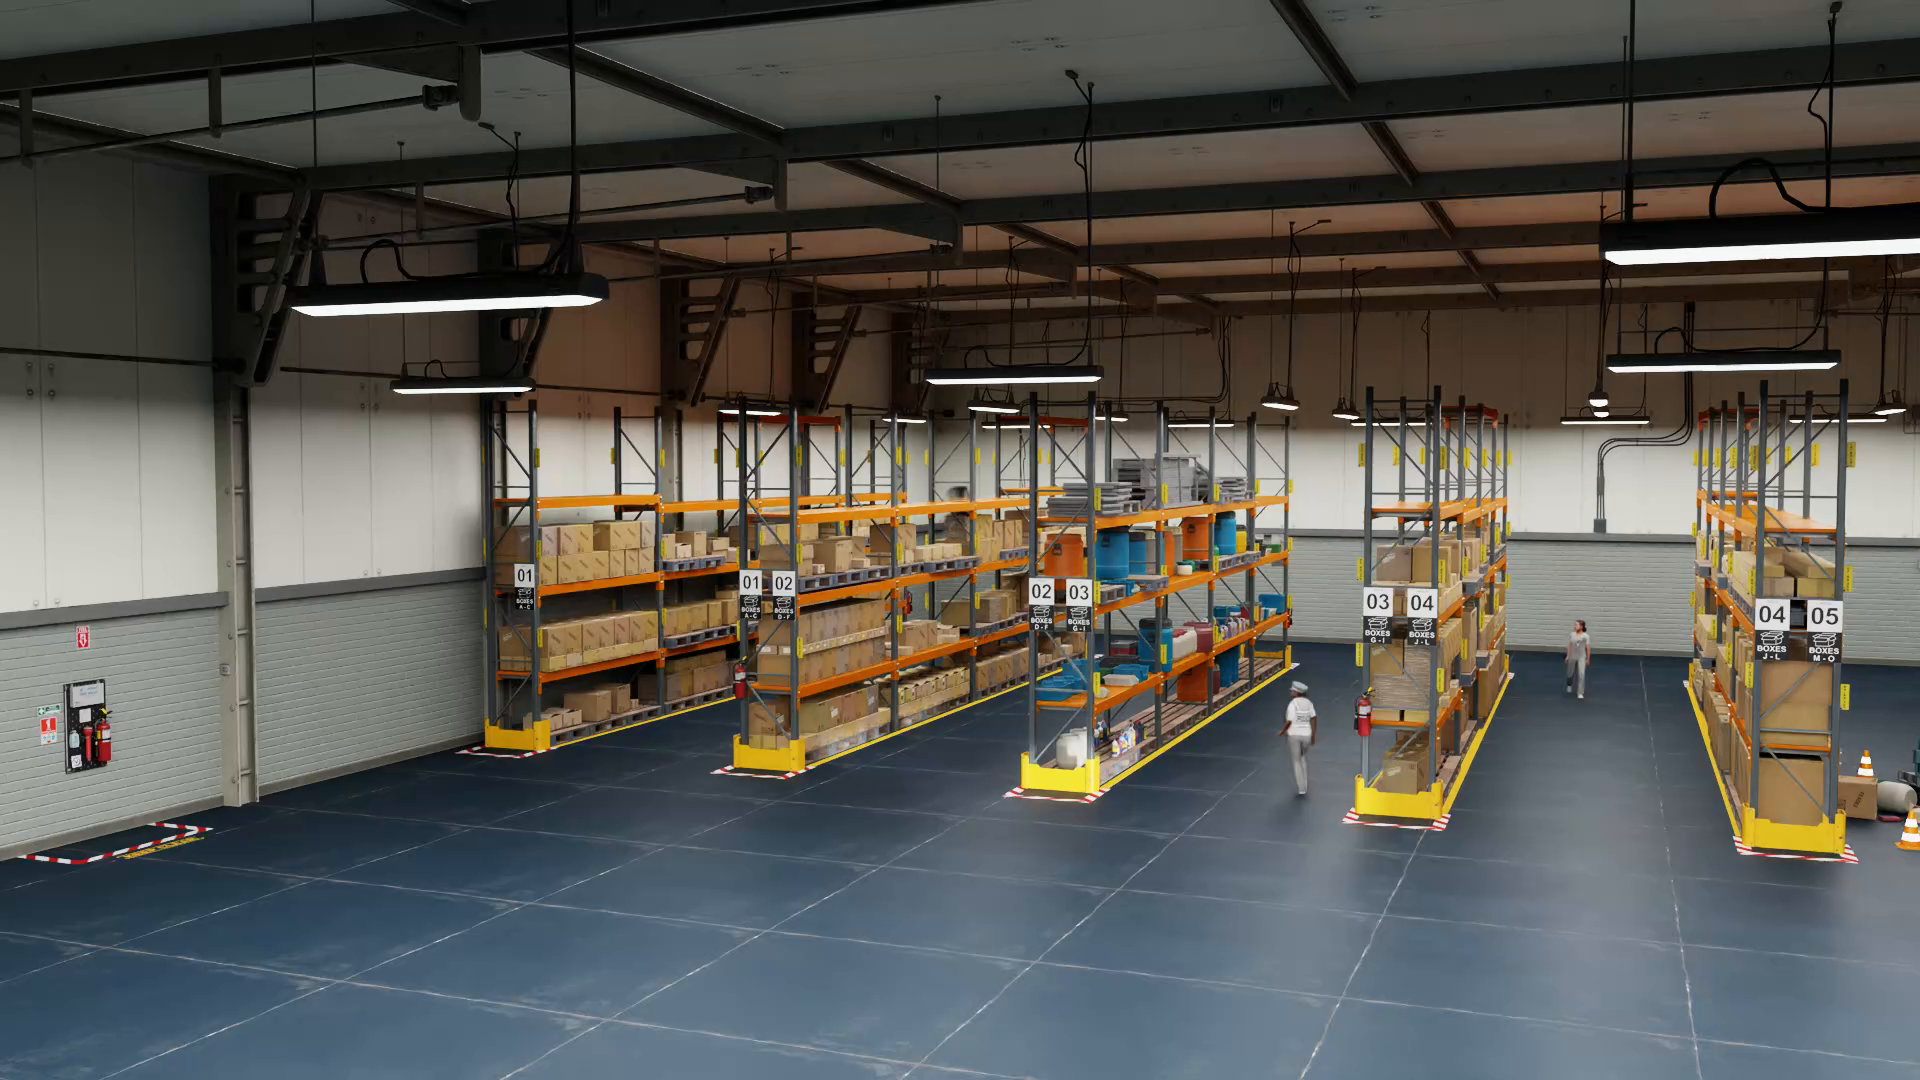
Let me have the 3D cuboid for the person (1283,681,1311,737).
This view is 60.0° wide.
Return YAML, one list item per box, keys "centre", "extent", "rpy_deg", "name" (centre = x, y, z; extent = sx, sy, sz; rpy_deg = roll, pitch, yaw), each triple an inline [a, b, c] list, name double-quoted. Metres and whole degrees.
- centre: [5.044, 2.522, 24.841]
  extent: [0.410, 0.830, 0.374]
  rpy_deg: [-1, 3, -13]
  name: "person"

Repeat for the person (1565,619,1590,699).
- centre: [12.900, 2.465, 34.730]
  extent: [0.486, 1.626, 0.840]
  rpy_deg: [1, 3, 18]
  name: "person"
